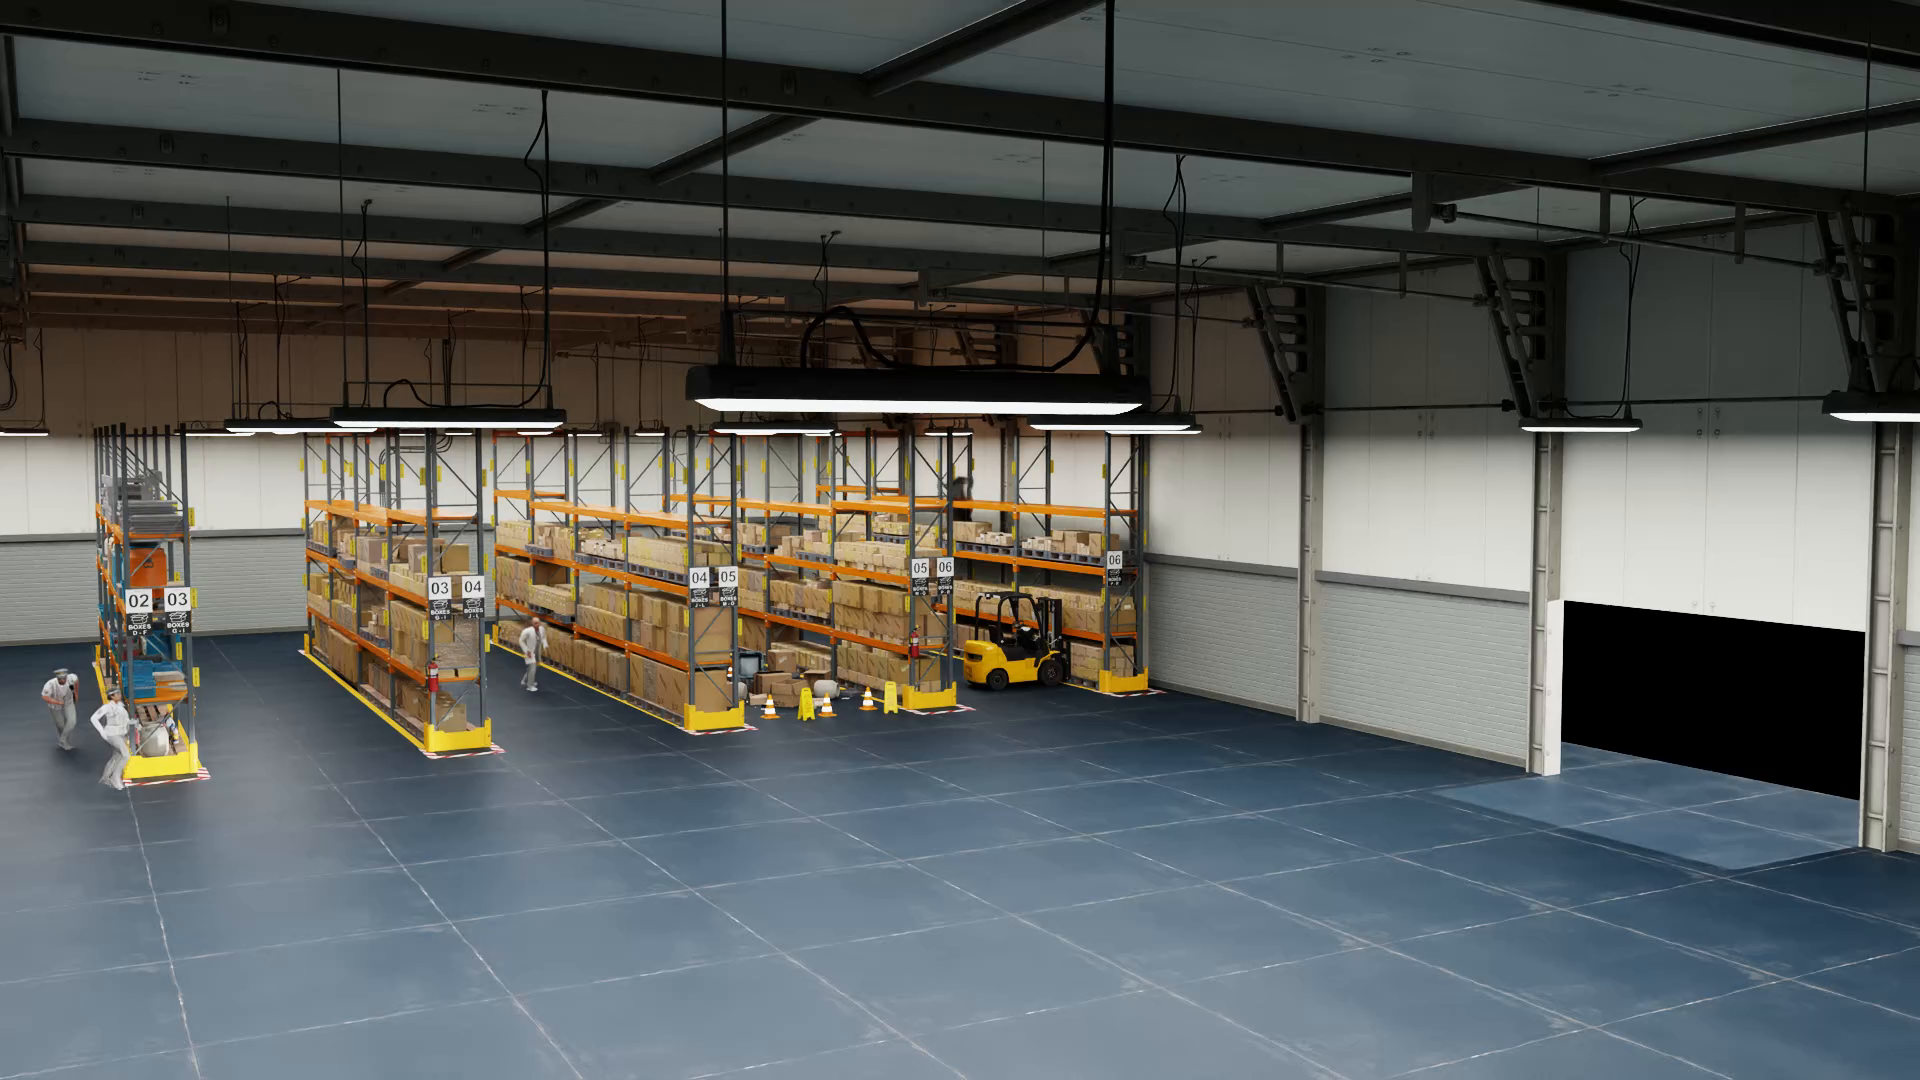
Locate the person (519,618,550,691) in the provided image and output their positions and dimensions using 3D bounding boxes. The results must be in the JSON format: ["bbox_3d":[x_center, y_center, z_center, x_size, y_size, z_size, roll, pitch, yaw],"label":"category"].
[{"bbox_3d":[-9.747,2.585,37.881,0.925,1.694,0.740,2,4,34],"label":"person"}]

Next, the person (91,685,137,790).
[{"bbox_3d":[-13.802,3.232,27.211,0.694,1.717,0.594,0,3,6],"label":"person"}]

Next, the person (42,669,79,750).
[{"bbox_3d":[-16.730,3.112,30.905,0.647,1.541,1.167,-3,4,-36],"label":"person"}]
